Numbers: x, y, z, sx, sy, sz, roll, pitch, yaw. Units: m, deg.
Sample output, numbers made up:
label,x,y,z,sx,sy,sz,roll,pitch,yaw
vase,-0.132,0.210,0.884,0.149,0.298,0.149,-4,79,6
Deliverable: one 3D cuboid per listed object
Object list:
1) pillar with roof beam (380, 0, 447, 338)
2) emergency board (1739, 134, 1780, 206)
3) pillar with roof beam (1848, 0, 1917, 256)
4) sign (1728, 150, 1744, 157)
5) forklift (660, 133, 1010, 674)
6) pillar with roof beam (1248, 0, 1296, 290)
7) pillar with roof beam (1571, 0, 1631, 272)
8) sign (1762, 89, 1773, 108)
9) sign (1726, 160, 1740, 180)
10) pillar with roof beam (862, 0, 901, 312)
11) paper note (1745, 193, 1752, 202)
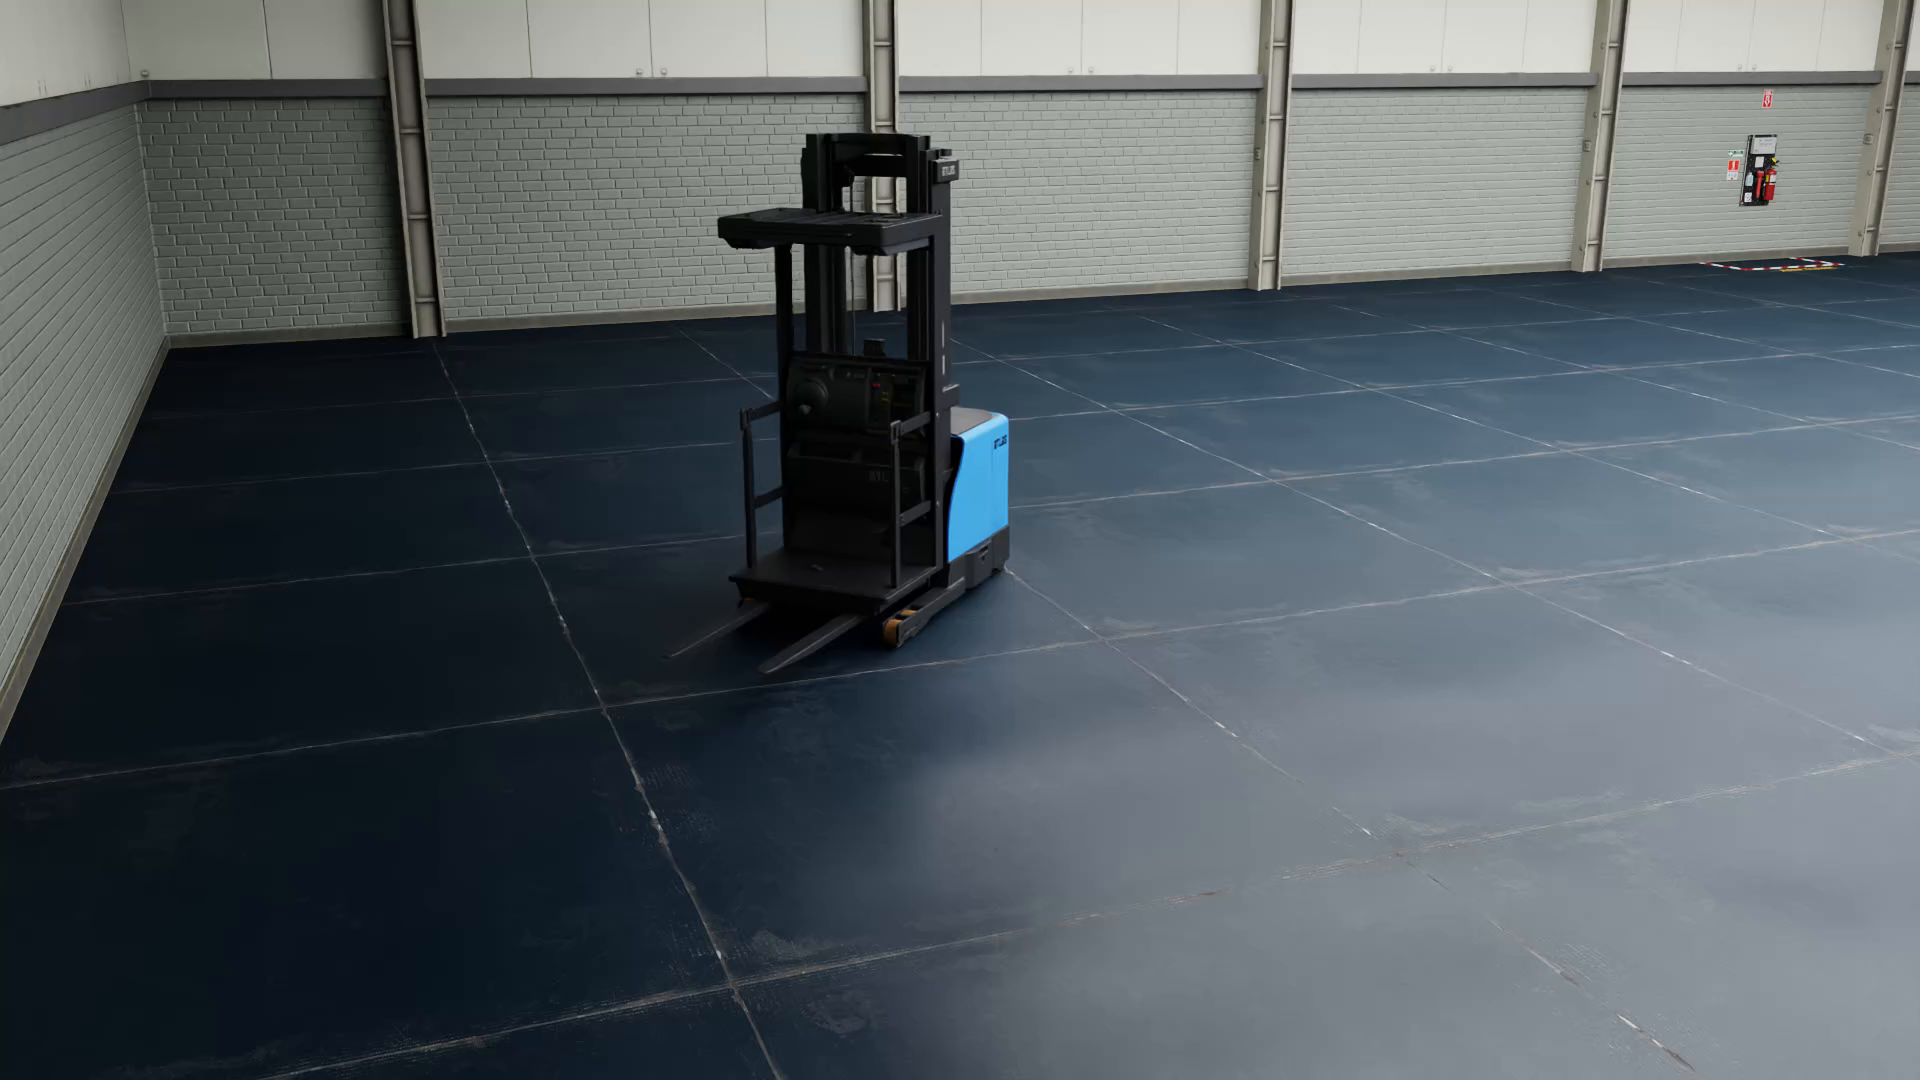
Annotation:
label,x,y,z,sx,sy,sz,roll,pitch,yaw
pillar with roof beam,-5.108,-5.747,15.697,0.400,9.000,9.100,-6,17,-20
emergency board,13.441,-6.182,27.825,0.643,1.169,0.194,-6,17,-20
pillar with roof beam,17.303,-8.167,23.937,0.400,9.000,9.100,-6,17,-20
sign,12.895,-6.423,27.642,0.331,0.109,0.001,-6,17,-20
forklift,-0.724,-0.907,9.985,1.130,2.935,3.031,7,18,23
pillar with roof beam,6.097,-6.957,19.817,0.400,9.000,9.100,-6,17,-20
pillar with roof beam,11.700,-7.562,21.877,0.400,9.000,9.100,-6,17,-20
sign,13.398,-7.319,27.585,0.199,0.298,0.001,-6,17,-20
sign,12.888,-6.170,27.723,0.234,0.329,0.001,-6,17,-20
pillar with roof beam,0.494,-6.352,17.757,0.400,9.000,9.100,-6,17,-20
paper note,13.251,-5.759,27.950,0.142,0.148,0.016,-6,17,-20
